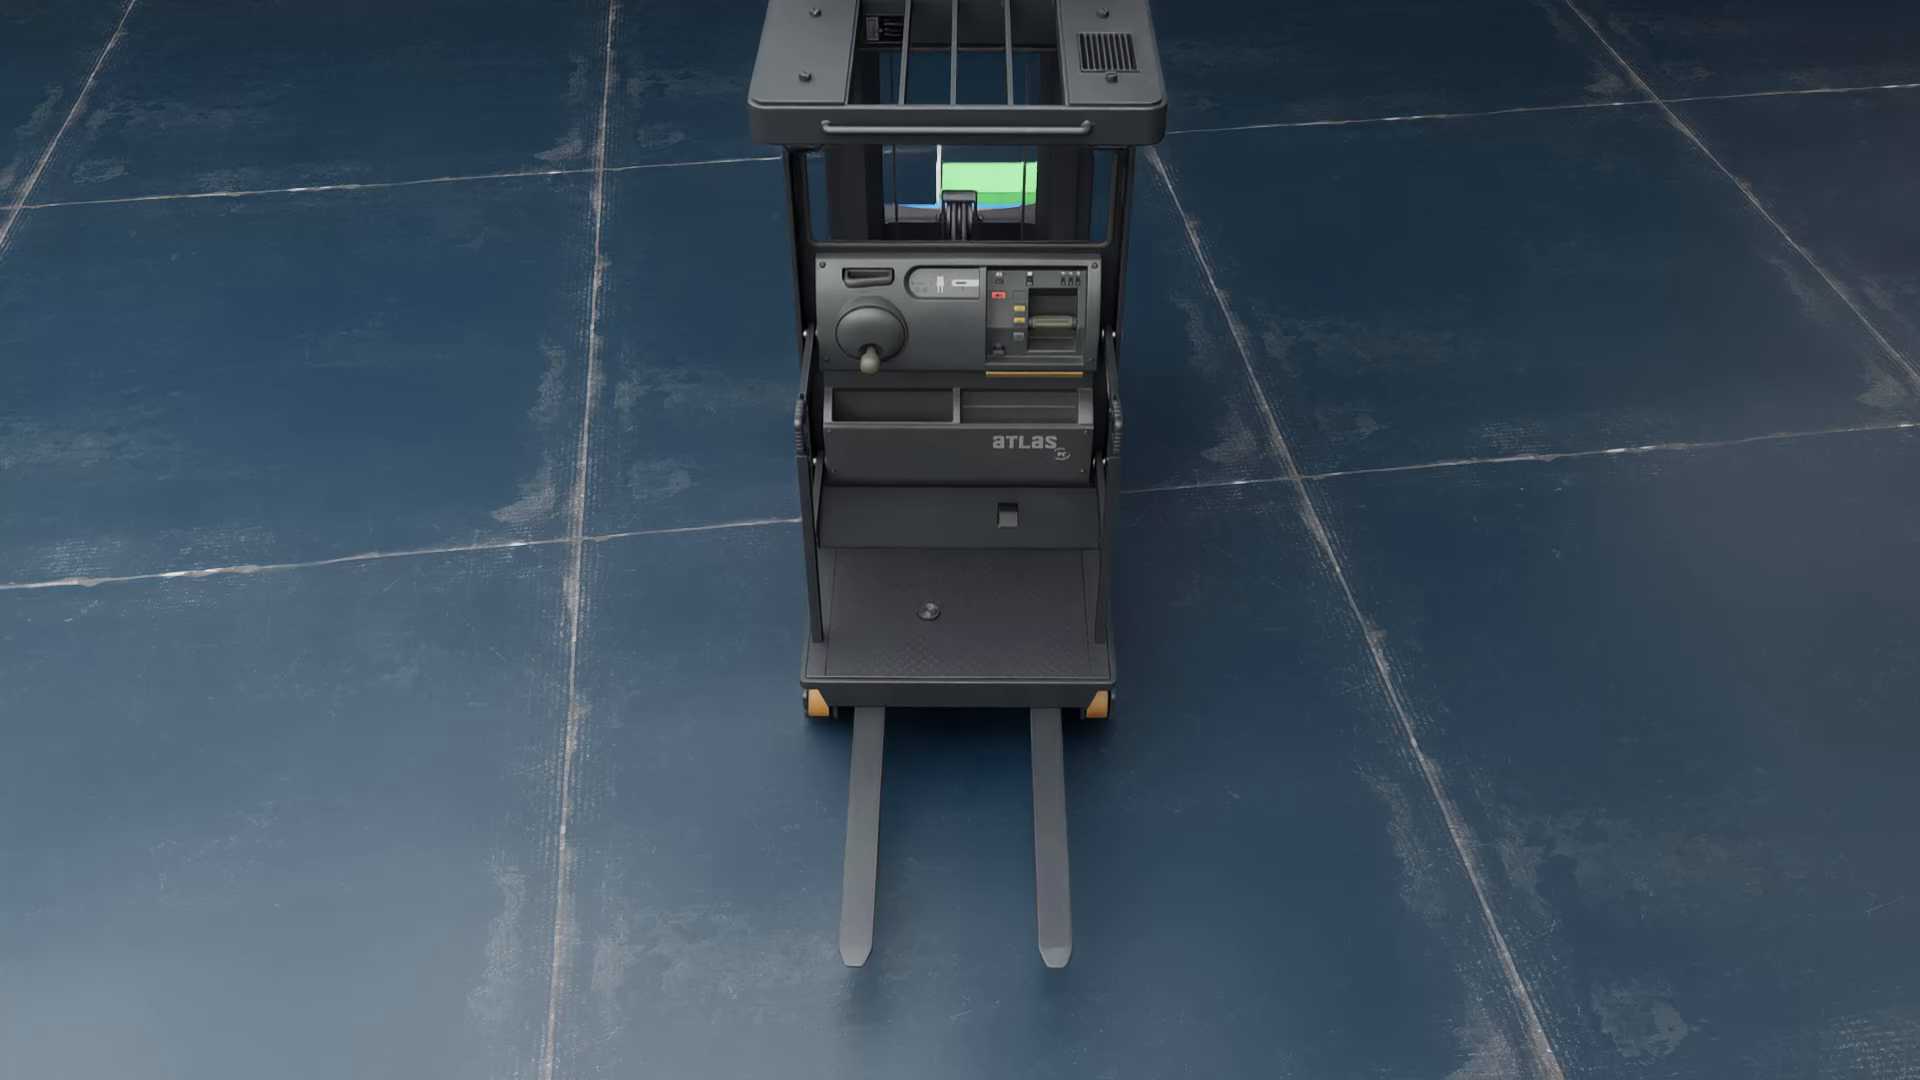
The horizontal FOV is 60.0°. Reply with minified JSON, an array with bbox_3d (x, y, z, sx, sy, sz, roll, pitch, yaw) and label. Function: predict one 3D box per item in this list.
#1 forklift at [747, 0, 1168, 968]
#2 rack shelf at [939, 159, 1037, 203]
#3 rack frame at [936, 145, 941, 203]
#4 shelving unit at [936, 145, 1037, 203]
[{"bbox_3d":[-0.004,-0.655,5.288,1.130,2.935,3.031,0,42,0],"label":"forklift"},{"bbox_3d":[0.158,-1.436,6.825,0.480,0.148,0.258,0,42,0],"label":"rack shelf"},{"bbox_3d":[-0.086,-1.127,7.103,0.015,1.200,0.240,0,42,0],"label":"rack frame"},{"bbox_3d":[0.158,-1.126,7.102,0.503,1.200,0.258,0,42,0],"label":"shelving unit"}]
